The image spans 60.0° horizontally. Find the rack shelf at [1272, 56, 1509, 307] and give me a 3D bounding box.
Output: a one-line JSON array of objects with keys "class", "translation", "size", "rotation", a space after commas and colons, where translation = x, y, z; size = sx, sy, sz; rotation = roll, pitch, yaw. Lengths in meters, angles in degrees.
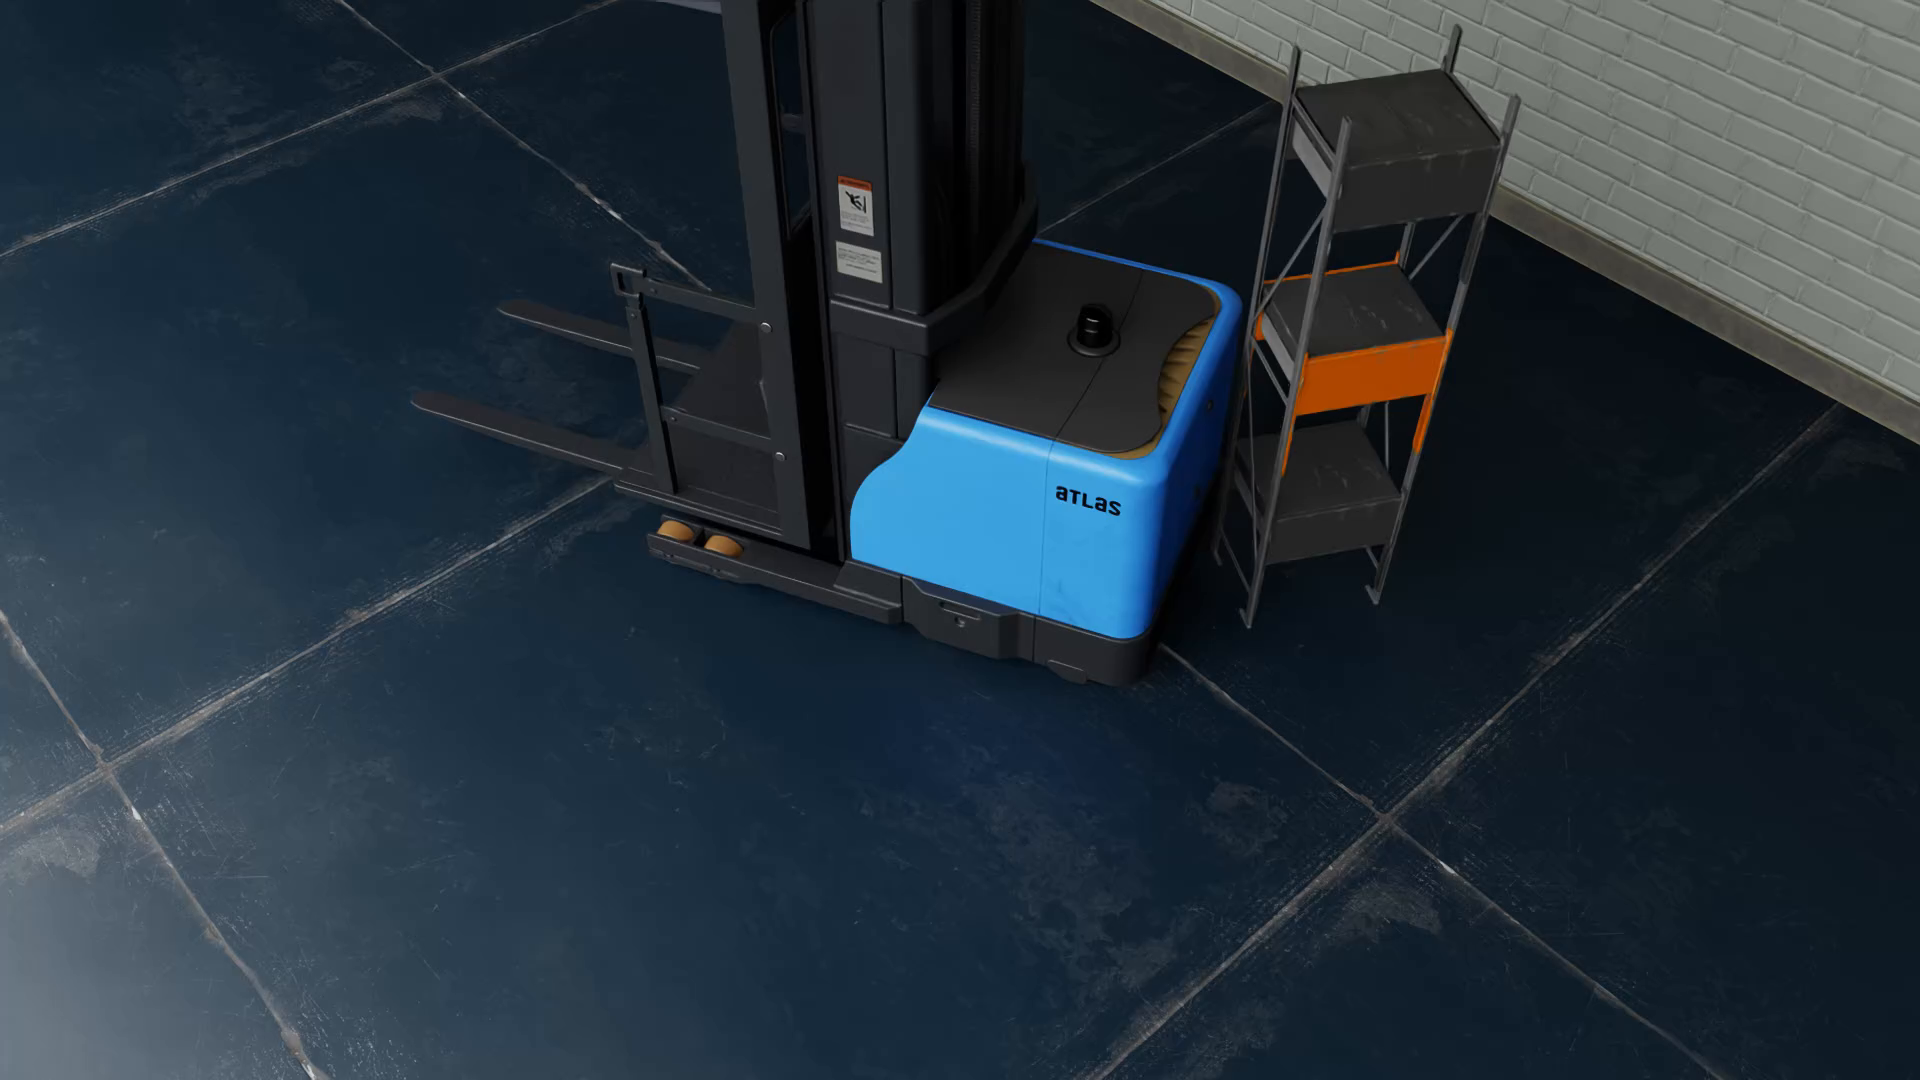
[{"class": "rack shelf", "translation": [1.227, -1.043, 4.850], "size": [0.480, 0.518, 0.431], "rotation": [-10, 48, -9]}]

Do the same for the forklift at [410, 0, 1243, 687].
[{"class": "forklift", "translation": [-0.605, -1.192, 5.355], "size": [3.031, 2.935, 1.130], "rotation": [16, 49, 15]}]

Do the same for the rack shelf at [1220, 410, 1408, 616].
[{"class": "rack shelf", "translation": [1.227, -0.094, 5.879], "size": [0.480, 0.518, 0.431], "rotation": [-10, 48, -9]}]

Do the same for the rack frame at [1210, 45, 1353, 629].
[{"class": "rack frame", "translation": [0.989, -0.537, 5.317], "size": [0.015, 2.100, 0.400], "rotation": [-10, 48, -9]}]

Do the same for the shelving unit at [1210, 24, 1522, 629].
[{"class": "shelving unit", "translation": [1.227, -0.578, 5.355], "size": [0.503, 2.100, 0.431], "rotation": [-10, 48, -9]}]

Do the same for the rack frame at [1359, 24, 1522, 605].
[{"class": "rack frame", "translation": [1.464, -0.619, 5.393], "size": [0.015, 2.100, 0.400], "rotation": [-10, 48, -9]}]

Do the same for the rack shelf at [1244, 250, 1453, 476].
[{"class": "rack shelf", "translation": [1.227, -0.569, 5.365], "size": [0.480, 0.518, 0.431], "rotation": [-10, 48, -9]}]
